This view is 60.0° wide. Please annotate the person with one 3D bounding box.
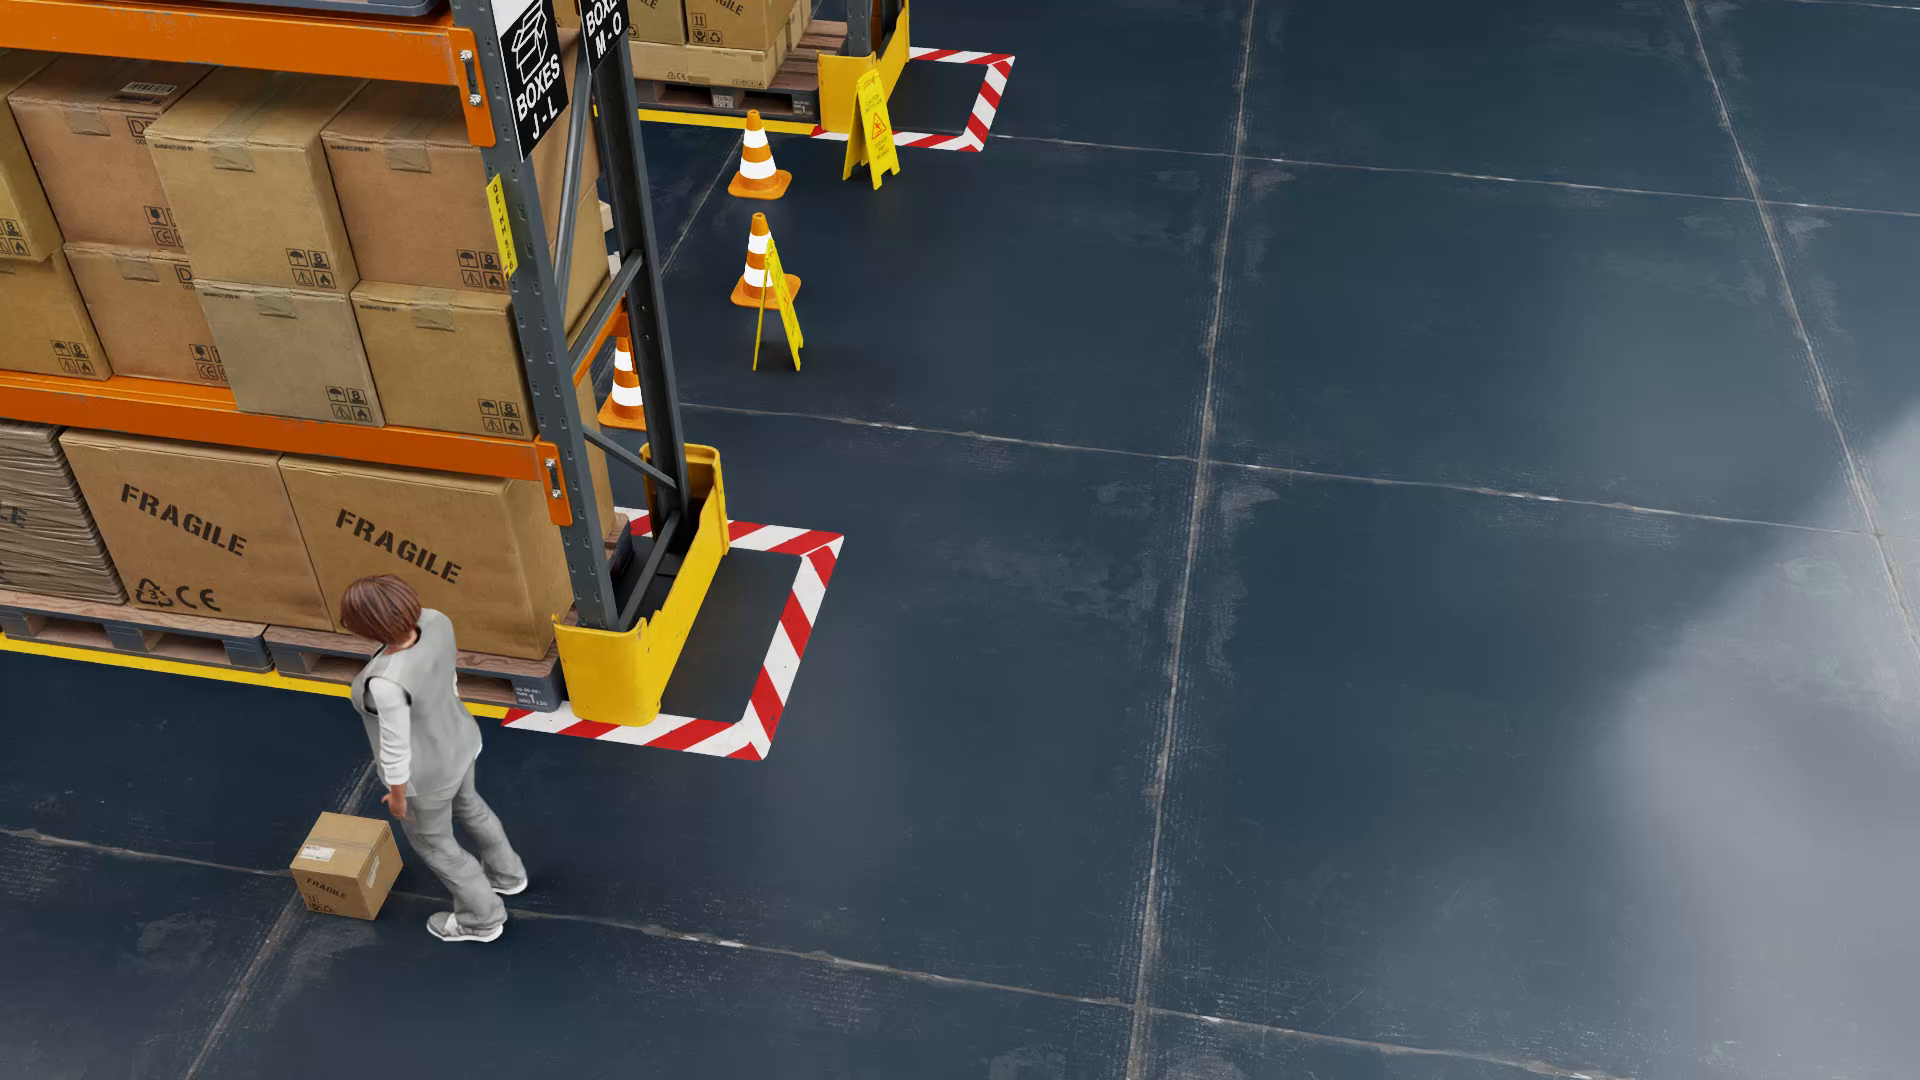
[{"bbox_3d":[-1.700,0.722,5.347,0.303,1.598,0.407,7,42,8],"label":"person"}]
